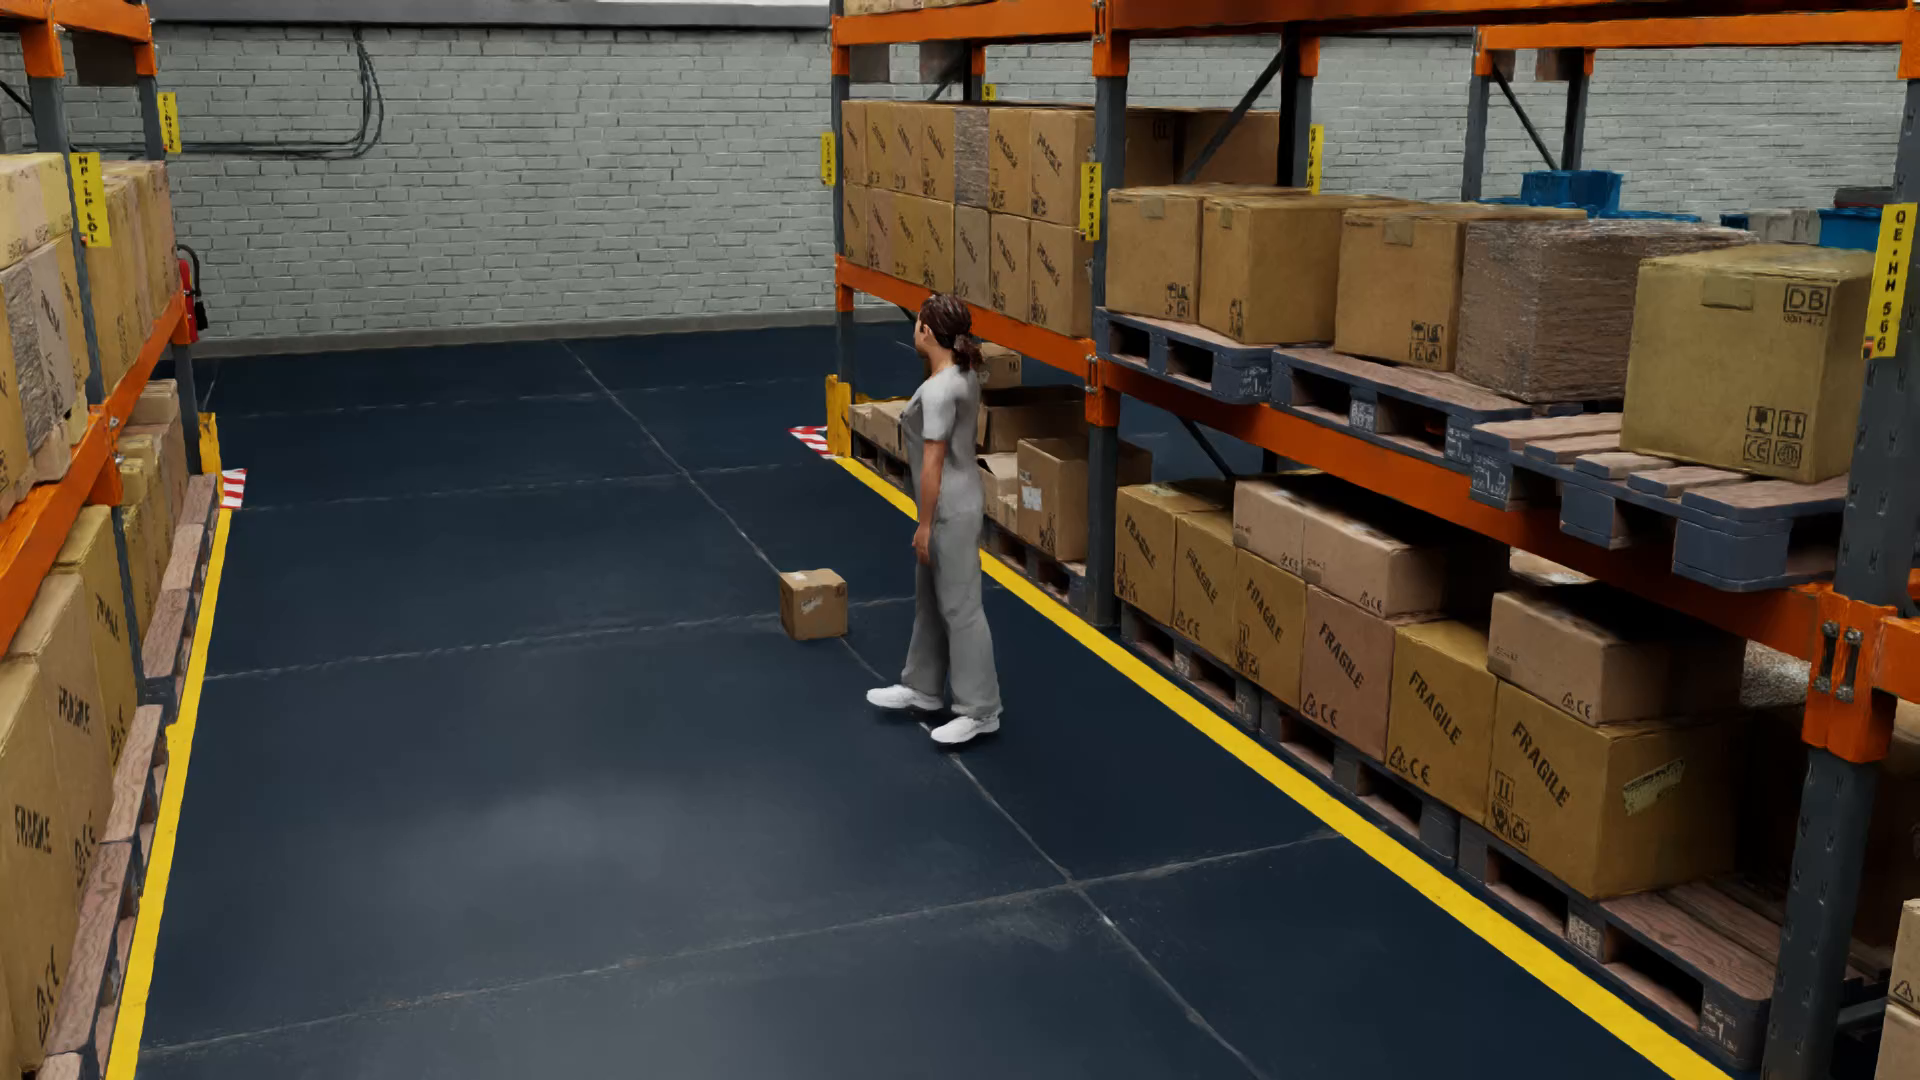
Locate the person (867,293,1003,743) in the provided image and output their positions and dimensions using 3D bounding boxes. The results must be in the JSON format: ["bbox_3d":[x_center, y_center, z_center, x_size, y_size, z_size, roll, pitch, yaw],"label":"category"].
[{"bbox_3d":[-0.102,-0.101,6.302,0.561,1.669,0.547,2,16,6],"label":"person"}]
